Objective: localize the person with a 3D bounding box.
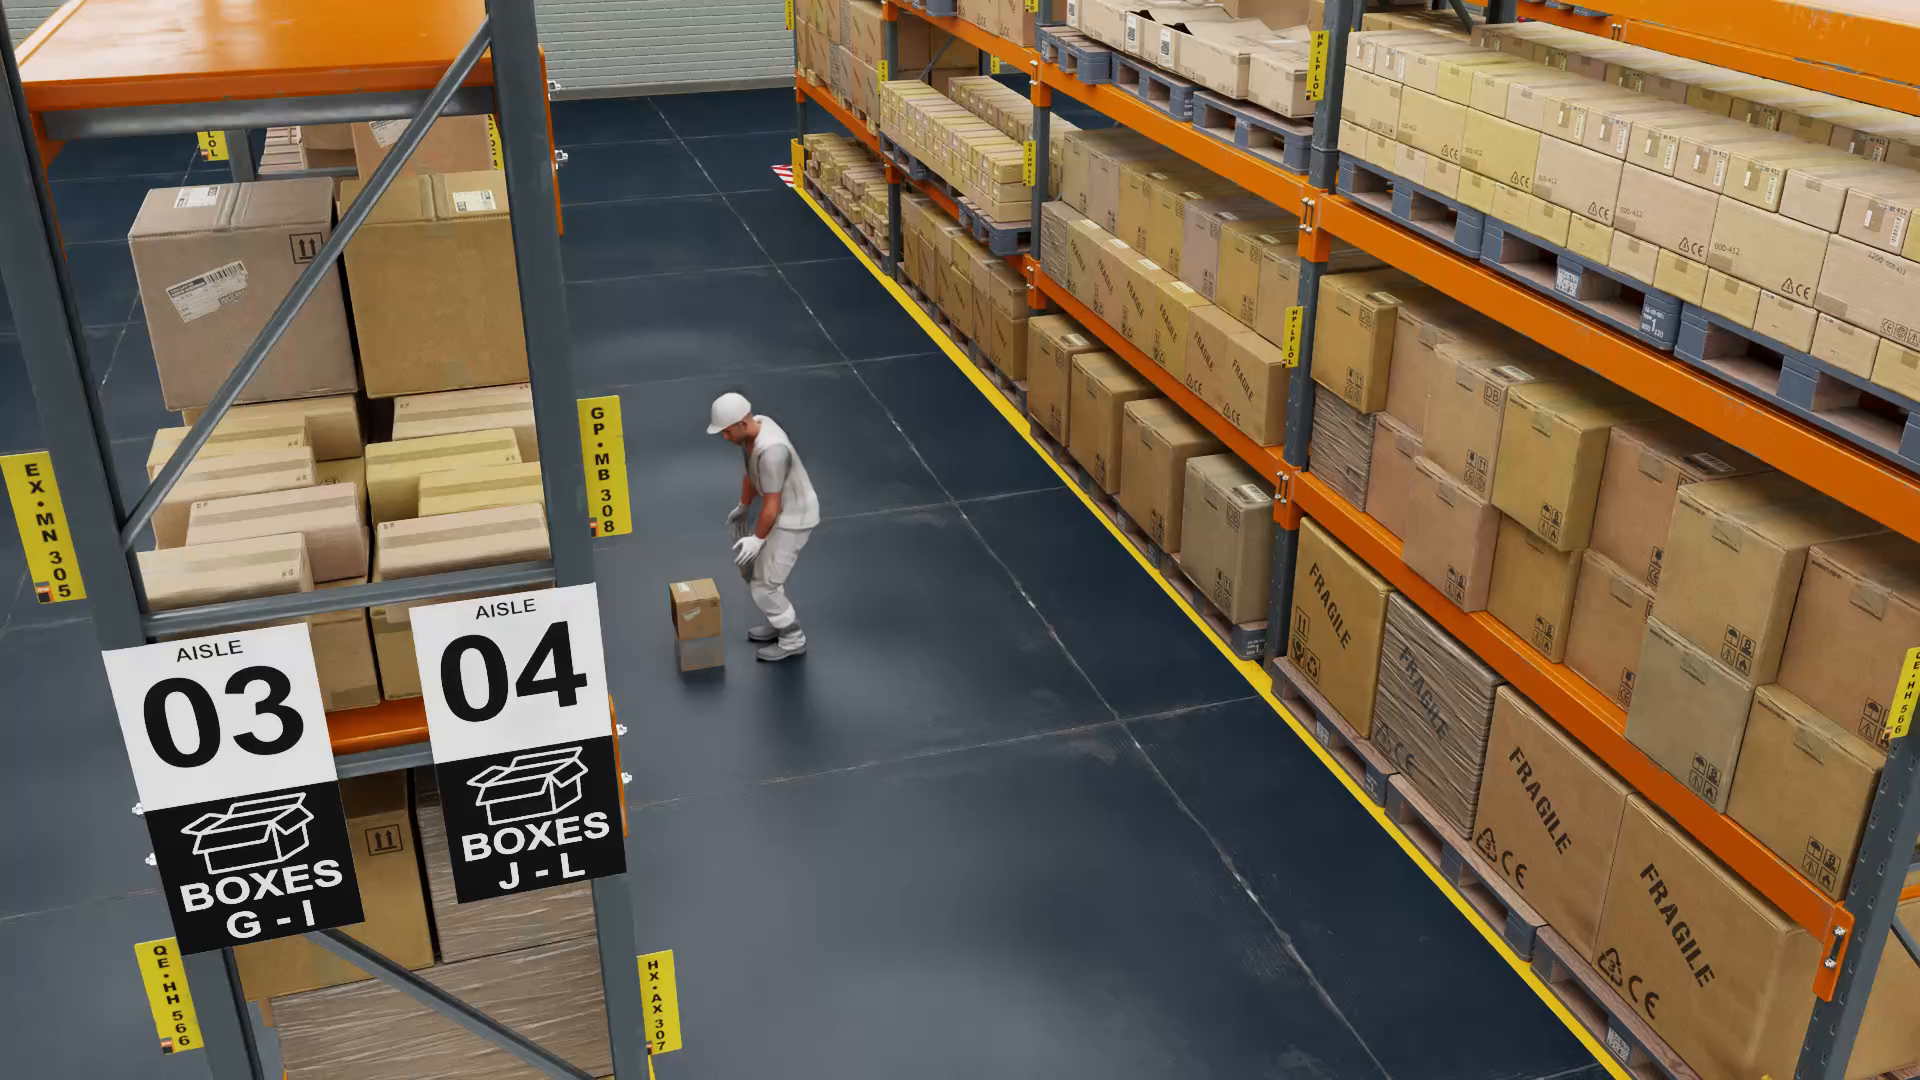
[{"bbox_3d":[-1.097,-0.086,9.448,0.602,1.627,0.568,-8,27,-15],"label":"person"}]
